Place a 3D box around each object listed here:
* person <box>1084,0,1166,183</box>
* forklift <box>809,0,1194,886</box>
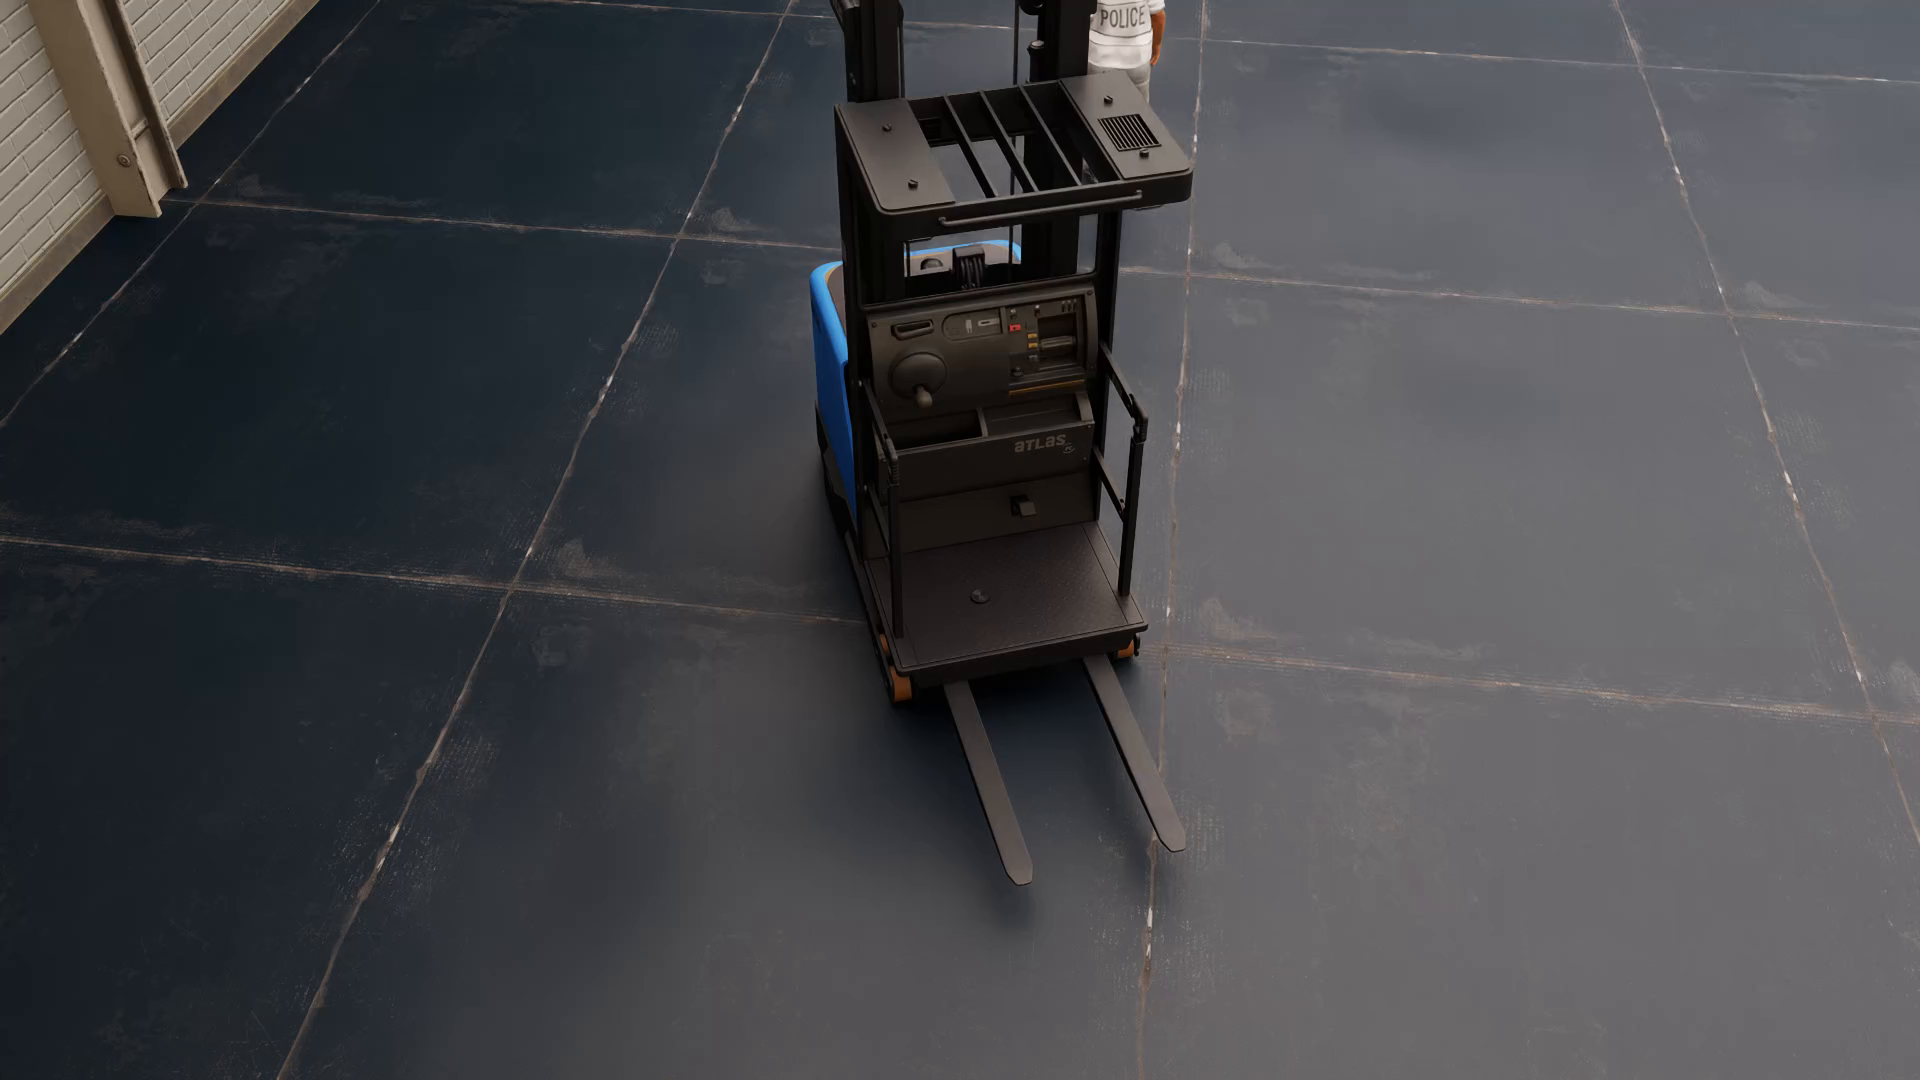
[{"bbox_3d":[0.916,-2.891,9.795,0.596,1.670,0.529,-4,43,-4],"label":"person"},{"bbox_3d":[0.153,-0.681,6.465,1.130,2.935,3.031,-10,44,-11],"label":"forklift"}]
